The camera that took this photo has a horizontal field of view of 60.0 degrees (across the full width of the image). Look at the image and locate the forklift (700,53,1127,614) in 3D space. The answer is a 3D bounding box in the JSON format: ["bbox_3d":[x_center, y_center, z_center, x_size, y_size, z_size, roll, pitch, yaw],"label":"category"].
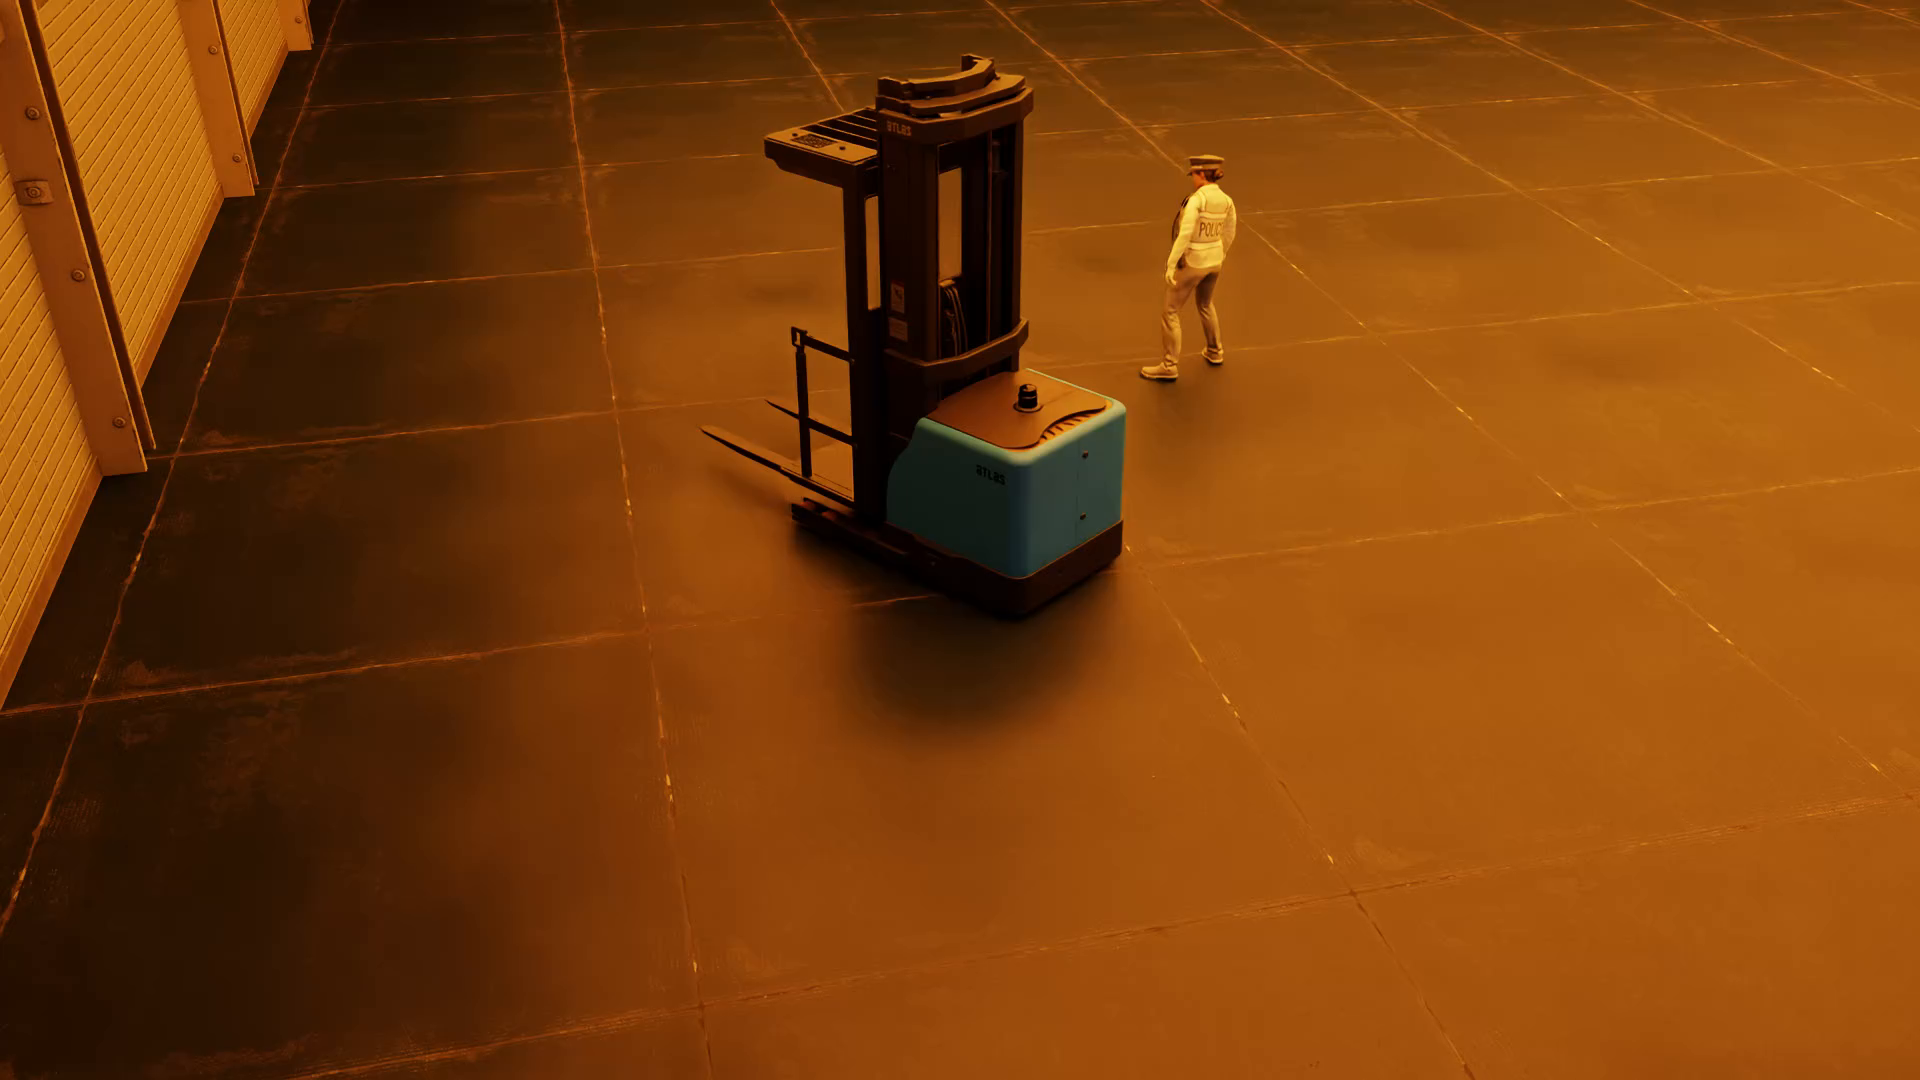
[{"bbox_3d":[-0.437,-1.459,10.094,3.031,2.935,1.130,24,38,35],"label":"forklift"}]

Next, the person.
[{"bbox_3d":[1.756,-2.053,12.428,0.832,1.634,0.383,-21,36,-32],"label":"person"}]
